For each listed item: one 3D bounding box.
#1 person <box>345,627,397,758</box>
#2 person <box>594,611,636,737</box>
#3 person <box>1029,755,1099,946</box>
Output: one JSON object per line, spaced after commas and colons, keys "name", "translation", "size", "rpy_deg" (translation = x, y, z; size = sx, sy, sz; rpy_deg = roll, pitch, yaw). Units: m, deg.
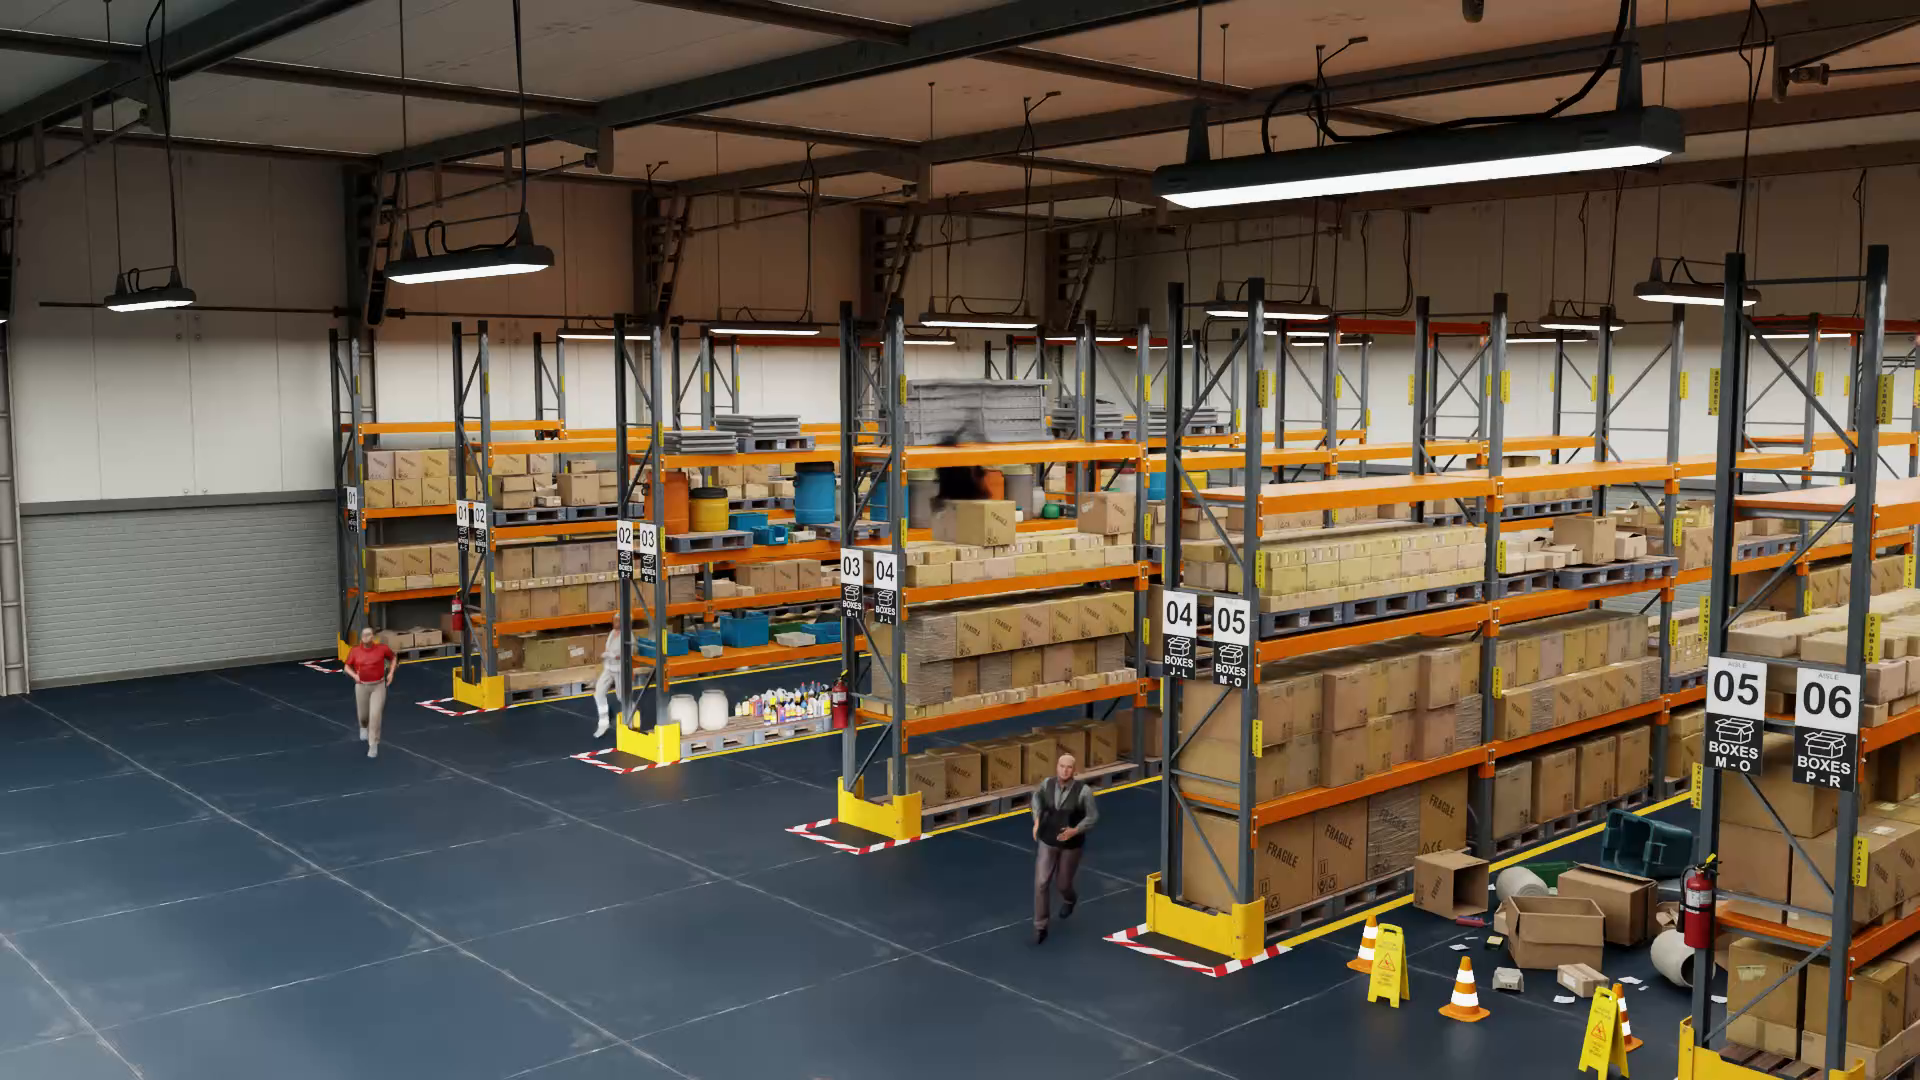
{"name": "person", "translation": [-8.118, 2.055, 22.937], "size": [0.673, 1.735, 0.940], "rpy_deg": [-1, 6, -12]}
{"name": "person", "translation": [-4.910, 1.919, 23.956], "size": [0.647, 1.818, 0.708], "rpy_deg": [4, 7, 34]}
{"name": "person", "translation": [0.966, 2.821, 15.387], "size": [0.680, 1.730, 0.878], "rpy_deg": [2, 6, 18]}
